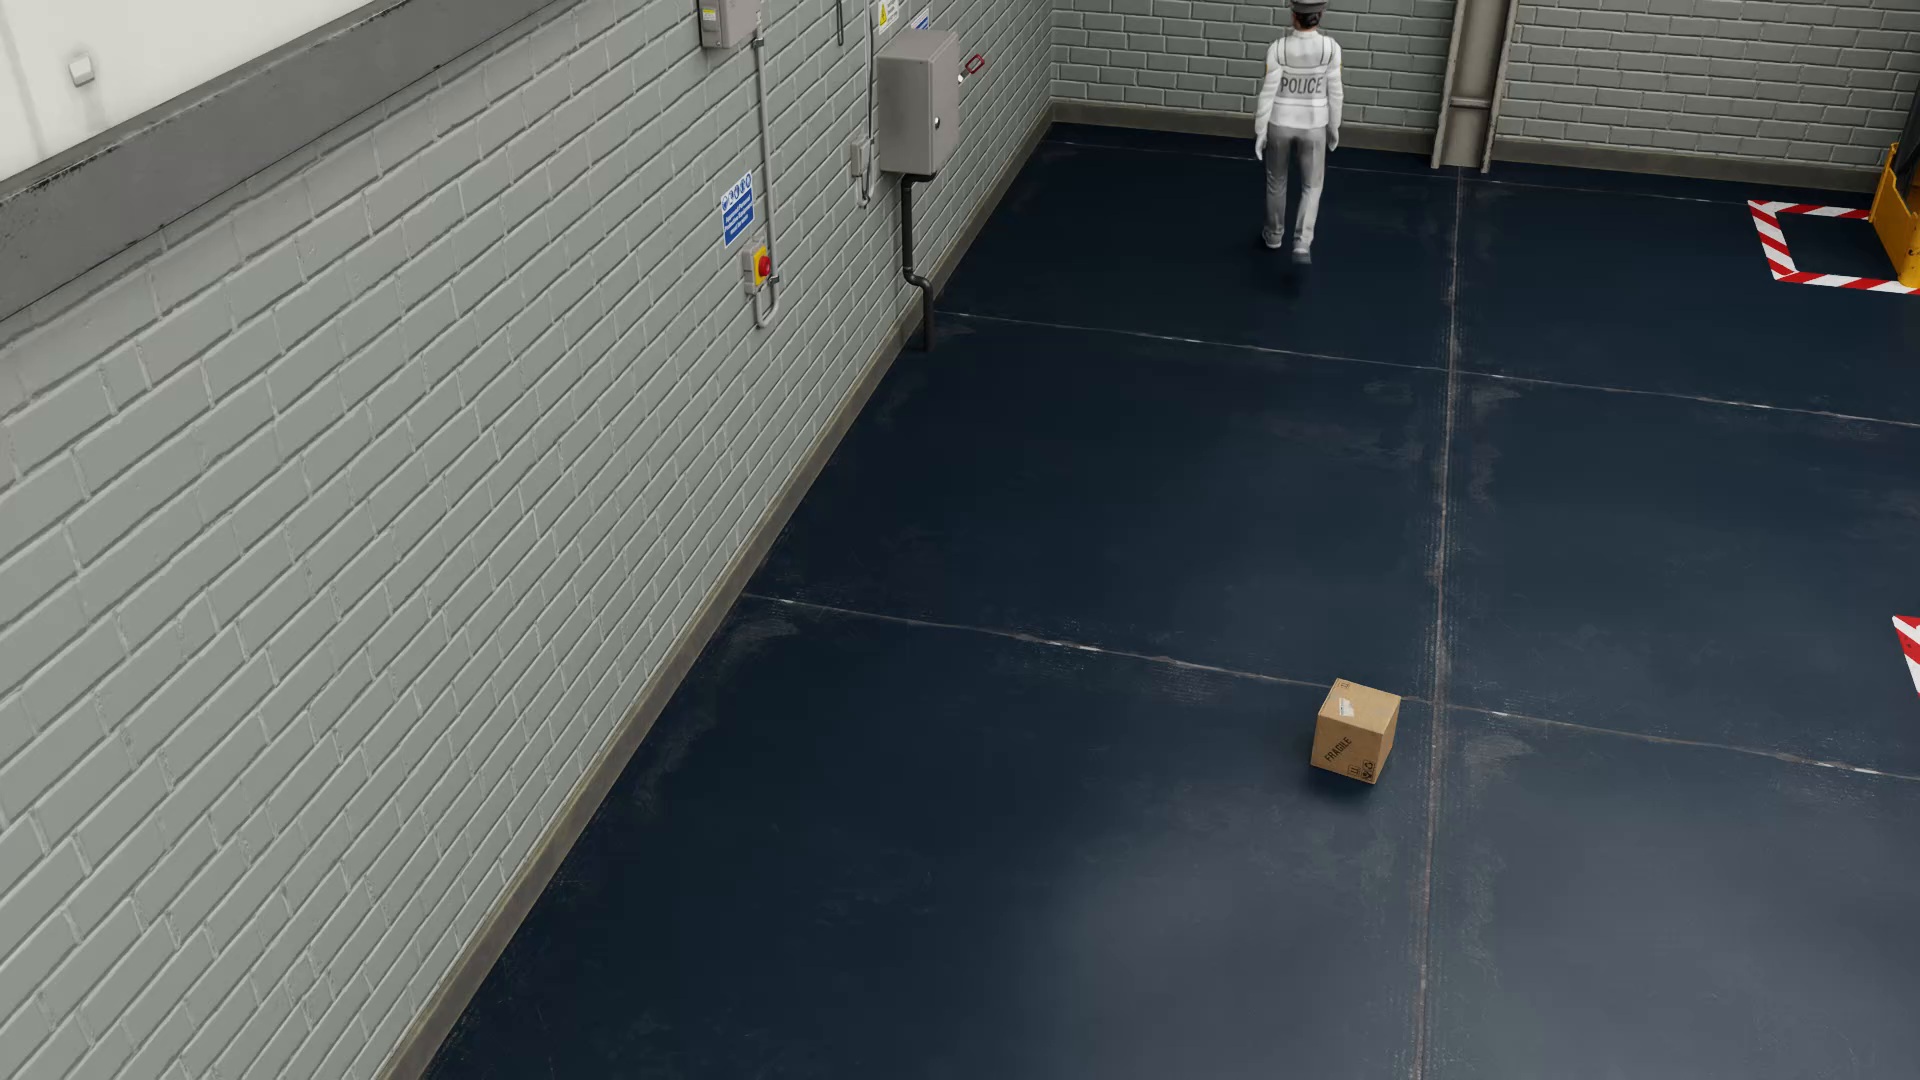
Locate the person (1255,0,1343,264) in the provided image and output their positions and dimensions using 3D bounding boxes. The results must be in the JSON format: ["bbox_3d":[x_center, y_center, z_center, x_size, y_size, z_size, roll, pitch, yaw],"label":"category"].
[{"bbox_3d":[2.002,-2.435,9.868,0.499,1.637,0.834,6,33,9],"label":"person"}]
